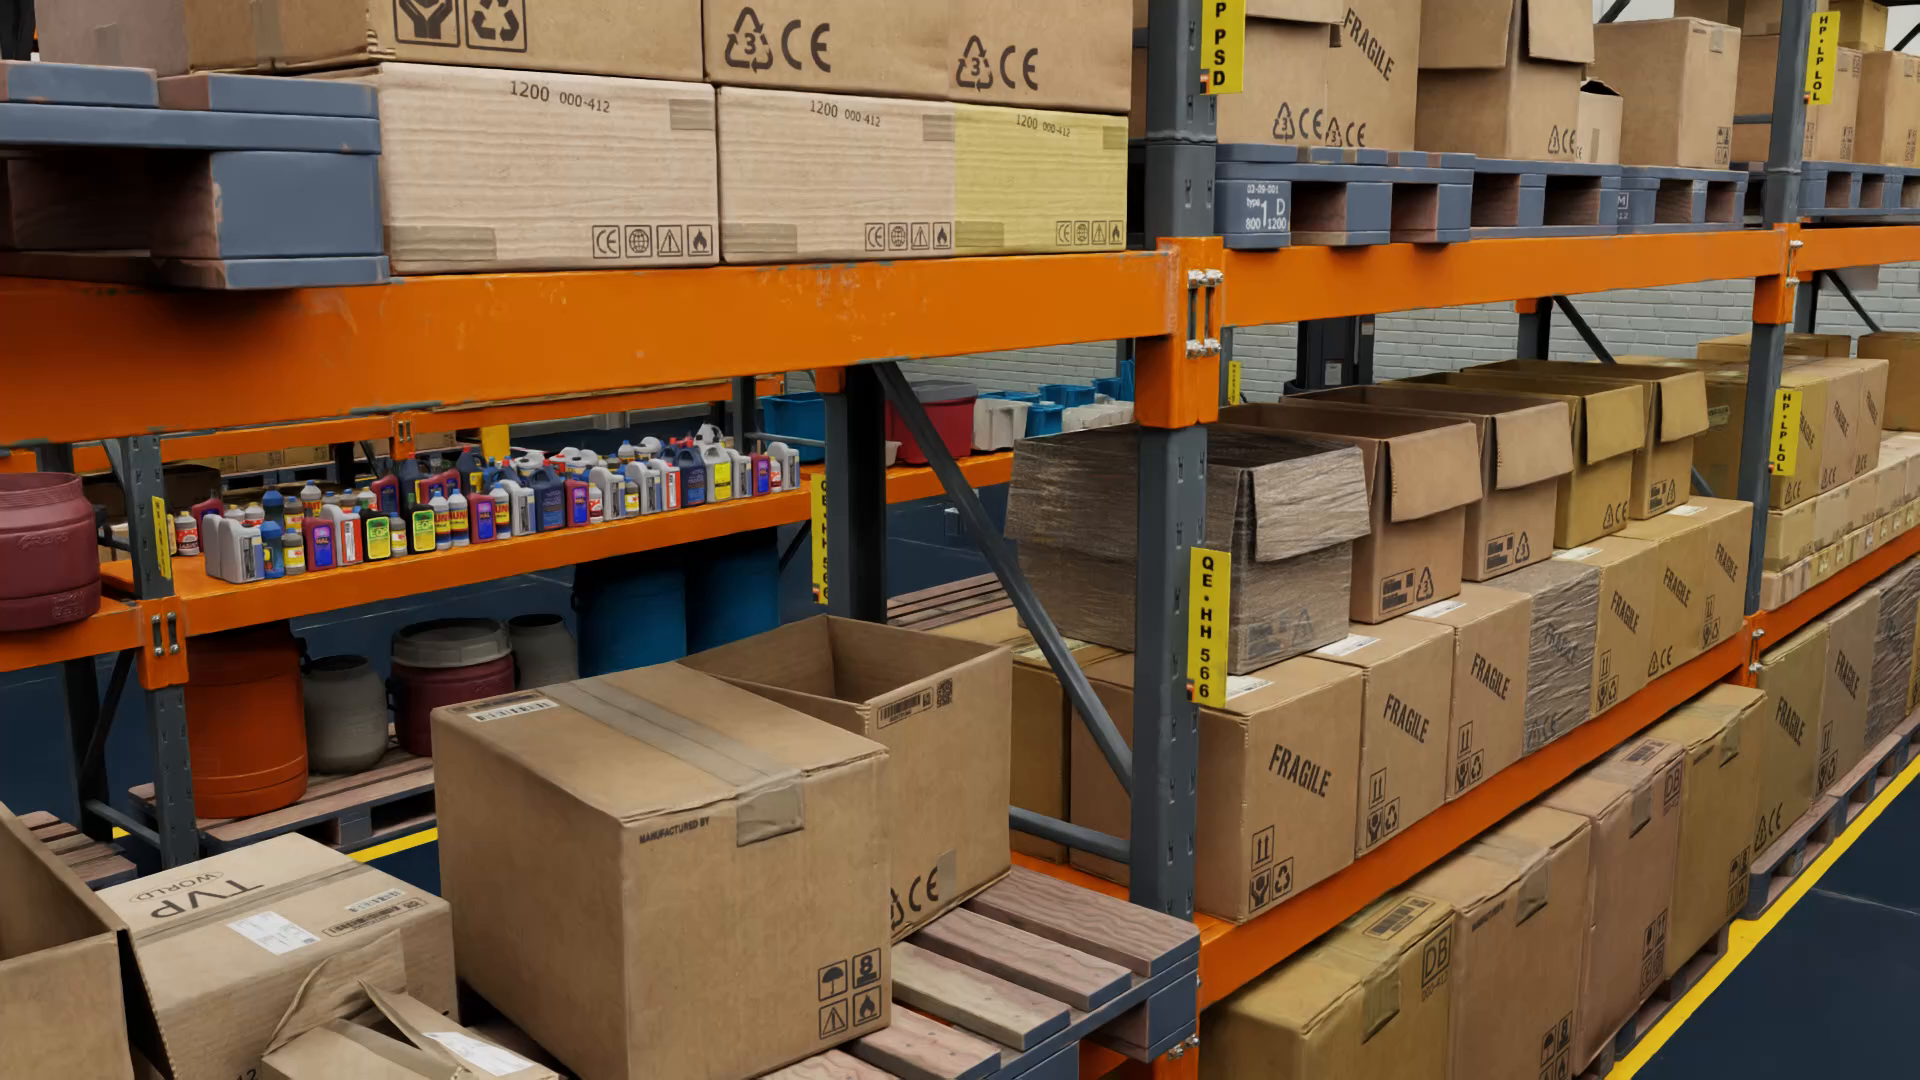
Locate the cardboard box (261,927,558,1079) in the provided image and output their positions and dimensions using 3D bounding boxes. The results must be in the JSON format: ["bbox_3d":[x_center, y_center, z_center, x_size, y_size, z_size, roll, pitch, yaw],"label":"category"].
[{"bbox_3d":[-0.807,0.780,2.418,0.396,0.266,0.258,9,15,39],"label":"cardboard box"}]

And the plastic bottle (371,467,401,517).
[{"bbox_3d":[-2.929,-0.226,8.483,0.061,0.283,0.133,10,15,40],"label":"plastic bottle"}]

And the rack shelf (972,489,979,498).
[{"bbox_3d":[0.005,-0.410,14.636,0.258,0.077,0.200,10,15,40],"label":"rack shelf"}]

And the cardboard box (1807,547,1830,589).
[{"bbox_3d":[3.523,0.096,7.211,0.380,0.149,0.250,10,15,42],"label":"cardboard box"}]

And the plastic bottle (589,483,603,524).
[{"bbox_3d":[-1.879,-0.189,8.508,0.097,0.201,0.097,0,11,0],"label":"plastic bottle"}]

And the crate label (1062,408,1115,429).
[{"bbox_3d":[0.881,-0.849,11.825,0.396,0.136,0.243,10,15,40],"label":"crate label"}]

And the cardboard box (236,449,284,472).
[{"bbox_3d":[-7.526,-1.020,17.471,0.700,0.500,0.500,10,15,40],"label":"cardboard box"}]

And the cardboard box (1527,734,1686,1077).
[{"bbox_3d":[1.735,1.116,5.820,1.225,0.875,0.875,9,14,38],"label":"cardboard box"}]

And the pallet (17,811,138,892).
[{"bbox_3d":[-4.170,1.476,6.783,1.003,0.211,1.213,10,15,40],"label":"pallet"}]

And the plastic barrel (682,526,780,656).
[{"bbox_3d":[-1.361,0.312,9.777,0.600,0.901,0.708,10,15,40],"label":"plastic barrel"}]

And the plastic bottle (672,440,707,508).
[{"bbox_3d":[-1.472,-0.360,8.982,0.144,0.351,0.185,10,15,40],"label":"plastic bottle"}]

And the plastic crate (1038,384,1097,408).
[{"bbox_3d":[0.806,-1.034,12.505,0.416,0.233,0.300,10,15,40],"label":"plastic crate"}]

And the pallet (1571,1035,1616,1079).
[{"bbox_3d":[1.473,1.722,5.549,1.003,0.211,1.213,10,15,40],"label":"pallet"}]

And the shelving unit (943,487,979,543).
[{"bbox_3d":[0.005,-0.442,14.629,0.258,0.900,0.210,10,15,40],"label":"shelving unit"}]

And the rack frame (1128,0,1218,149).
[{"bbox_3d":[0.091,-2.302,3.262,1.000,3.000,0.127,10,15,40],"label":"rack frame"}]

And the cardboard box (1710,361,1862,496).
[{"bbox_3d":[3.570,-0.498,7.253,0.500,0.500,0.500,10,15,40],"label":"cardboard box"}]

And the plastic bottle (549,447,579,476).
[{"bbox_3d":[-2.192,-0.373,9.238,0.152,0.276,0.135,10,15,40],"label":"plastic bottle"}]

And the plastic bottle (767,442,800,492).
[{"bbox_3d":[-1.007,-0.428,9.515,0.152,0.276,0.135,10,15,40],"label":"plastic bottle"}]

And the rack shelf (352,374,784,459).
[{"bbox_3d":[-3.387,-1.172,14.755,1.077,0.370,4.000,10,15,40],"label":"rack shelf"}]

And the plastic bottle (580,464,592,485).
[{"bbox_3d":[-1.929,-0.258,8.672,0.097,0.271,0.097,0,11,0],"label":"plastic bottle"}]

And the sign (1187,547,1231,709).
[{"bbox_3d":[0.505,0.180,3.399,0.100,0.325,0.005,10,15,40],"label":"sign"}]

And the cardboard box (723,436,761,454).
[{"bbox_3d":[-2.241,-0.697,15.799,0.500,0.500,0.500,10,15,40],"label":"cardboard box"}]

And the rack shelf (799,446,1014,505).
[{"bbox_3d":[0.331,-0.531,11.546,1.077,0.370,4.000,10,15,40],"label":"rack shelf"}]

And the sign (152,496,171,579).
[{"bbox_3d":[-3.212,-0.010,6.689,0.100,0.325,0.005,10,15,40],"label":"sign"}]

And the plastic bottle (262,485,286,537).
[{"bbox_3d":[-3.312,-0.129,8.029,0.097,0.271,0.097,0,11,0],"label":"plastic bottle"}]

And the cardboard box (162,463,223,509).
[{"bbox_3d":[-5.870,-0.401,12.404,0.500,0.250,0.500,10,15,40],"label":"cardboard box"}]

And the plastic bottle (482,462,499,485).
[{"bbox_3d":[-2.463,-0.276,8.763,0.097,0.271,0.097,0,11,0],"label":"plastic bottle"}]

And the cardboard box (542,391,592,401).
[{"bbox_3d":[-3.499,-1.468,14.147,0.500,0.500,0.500,10,15,40],"label":"cardboard box"}]

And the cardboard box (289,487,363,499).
[{"bbox_3d":[-4.818,-0.110,12.864,0.500,0.500,0.500,10,15,40],"label":"cardboard box"}]

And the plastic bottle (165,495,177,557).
[{"bbox_3d":[-3.683,-0.058,7.641,0.061,0.283,0.133,10,15,40],"label":"plastic bottle"}]

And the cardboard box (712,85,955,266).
[{"bbox_3d":[-0.356,-0.581,2.687,0.500,0.250,0.500,10,15,40],"label":"cardboard box"}]

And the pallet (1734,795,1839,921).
[{"bbox_3d":[3.292,1.317,7.578,1.003,0.211,1.213,10,15,40],"label":"pallet"}]

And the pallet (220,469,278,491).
[{"bbox_3d":[-7.870,-0.604,17.198,1.003,0.211,1.213,10,15,40],"label":"pallet"}]

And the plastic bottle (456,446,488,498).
[{"bbox_3d":[-2.582,-0.324,8.801,0.144,0.351,0.185,10,15,40],"label":"plastic bottle"}]

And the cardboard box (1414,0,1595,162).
[{"bbox_3d":[1.423,-1.391,5.023,0.797,0.503,0.637,10,15,40],"label":"cardboard box"}]

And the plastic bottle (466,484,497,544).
[{"bbox_3d":[-2.304,-0.129,7.998,0.061,0.283,0.133,10,15,40],"label":"plastic bottle"}]

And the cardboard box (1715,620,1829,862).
[{"bbox_3d":[3.227,0.801,7.397,0.875,0.875,0.875,10,15,40],"label":"cardboard box"}]

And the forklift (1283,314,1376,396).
[{"bbox_3d":[3.618,-1.378,14.125,3.031,2.935,1.130,1,11,5],"label":"forklift"}]

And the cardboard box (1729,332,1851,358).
[{"bbox_3d":[4.522,-0.868,9.107,0.500,0.500,0.500,9,15,39],"label":"cardboard box"}]

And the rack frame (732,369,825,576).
[{"bbox_3d":[-0.989,-0.589,10.002,1.000,3.000,0.127,10,15,40],"label":"rack frame"}]

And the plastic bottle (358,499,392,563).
[{"bbox_3d":[-2.673,-0.047,7.586,0.061,0.283,0.133,10,15,40],"label":"plastic bottle"}]

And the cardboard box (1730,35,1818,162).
[{"bbox_3d":[3.203,-1.847,7.057,0.700,0.500,0.500,9,14,37],"label":"cardboard box"}]

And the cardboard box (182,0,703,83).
[{"bbox_3d":[-0.705,-0.875,2.244,0.500,0.500,0.500,10,15,41],"label":"cardboard box"}]

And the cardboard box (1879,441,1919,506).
[{"bbox_3d":[4.580,-0.354,8.451,0.500,0.250,0.500,9,14,38],"label":"cardboard box"}]

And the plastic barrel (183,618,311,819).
[{"bbox_3d":[-3.319,0.784,7.598,0.600,0.830,0.708,10,15,40],"label":"plastic barrel"}]

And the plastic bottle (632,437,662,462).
[{"bbox_3d":[-1.822,-0.456,9.650,0.152,0.276,0.135,10,15,40],"label":"plastic bottle"}]

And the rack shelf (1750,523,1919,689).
[{"bbox_3d":[4.052,0.110,8.340,1.077,0.370,4.000,10,15,40],"label":"rack shelf"}]

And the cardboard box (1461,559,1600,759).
[{"bbox_3d":[1.622,0.329,5.149,0.500,0.500,0.500,10,15,41],"label":"cardboard box"}]

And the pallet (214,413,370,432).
[{"bbox_3d":[-5.317,-1.032,12.712,1.003,0.211,1.213,10,15,40],"label":"pallet"}]

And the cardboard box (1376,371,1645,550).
[{"bbox_3d":[1.854,-0.295,5.714,0.797,0.503,0.637,10,15,41],"label":"cardboard box"}]

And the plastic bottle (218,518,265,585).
[{"bbox_3d":[-3.101,0.038,7.177,0.152,0.276,0.135,10,15,40],"label":"plastic bottle"}]

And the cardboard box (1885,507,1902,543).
[{"bbox_3d":[4.375,-0.094,8.166,0.380,0.149,0.250,10,15,41],"label":"cardboard box"}]

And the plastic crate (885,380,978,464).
[{"bbox_3d":[-0.211,-0.749,10.485,0.402,0.464,0.583,10,15,40],"label":"plastic crate"}]

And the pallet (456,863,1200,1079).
[{"bbox_3d":[-0.300,0.853,3.274,1.213,0.211,1.003,10,15,40],"label":"pallet"}]
